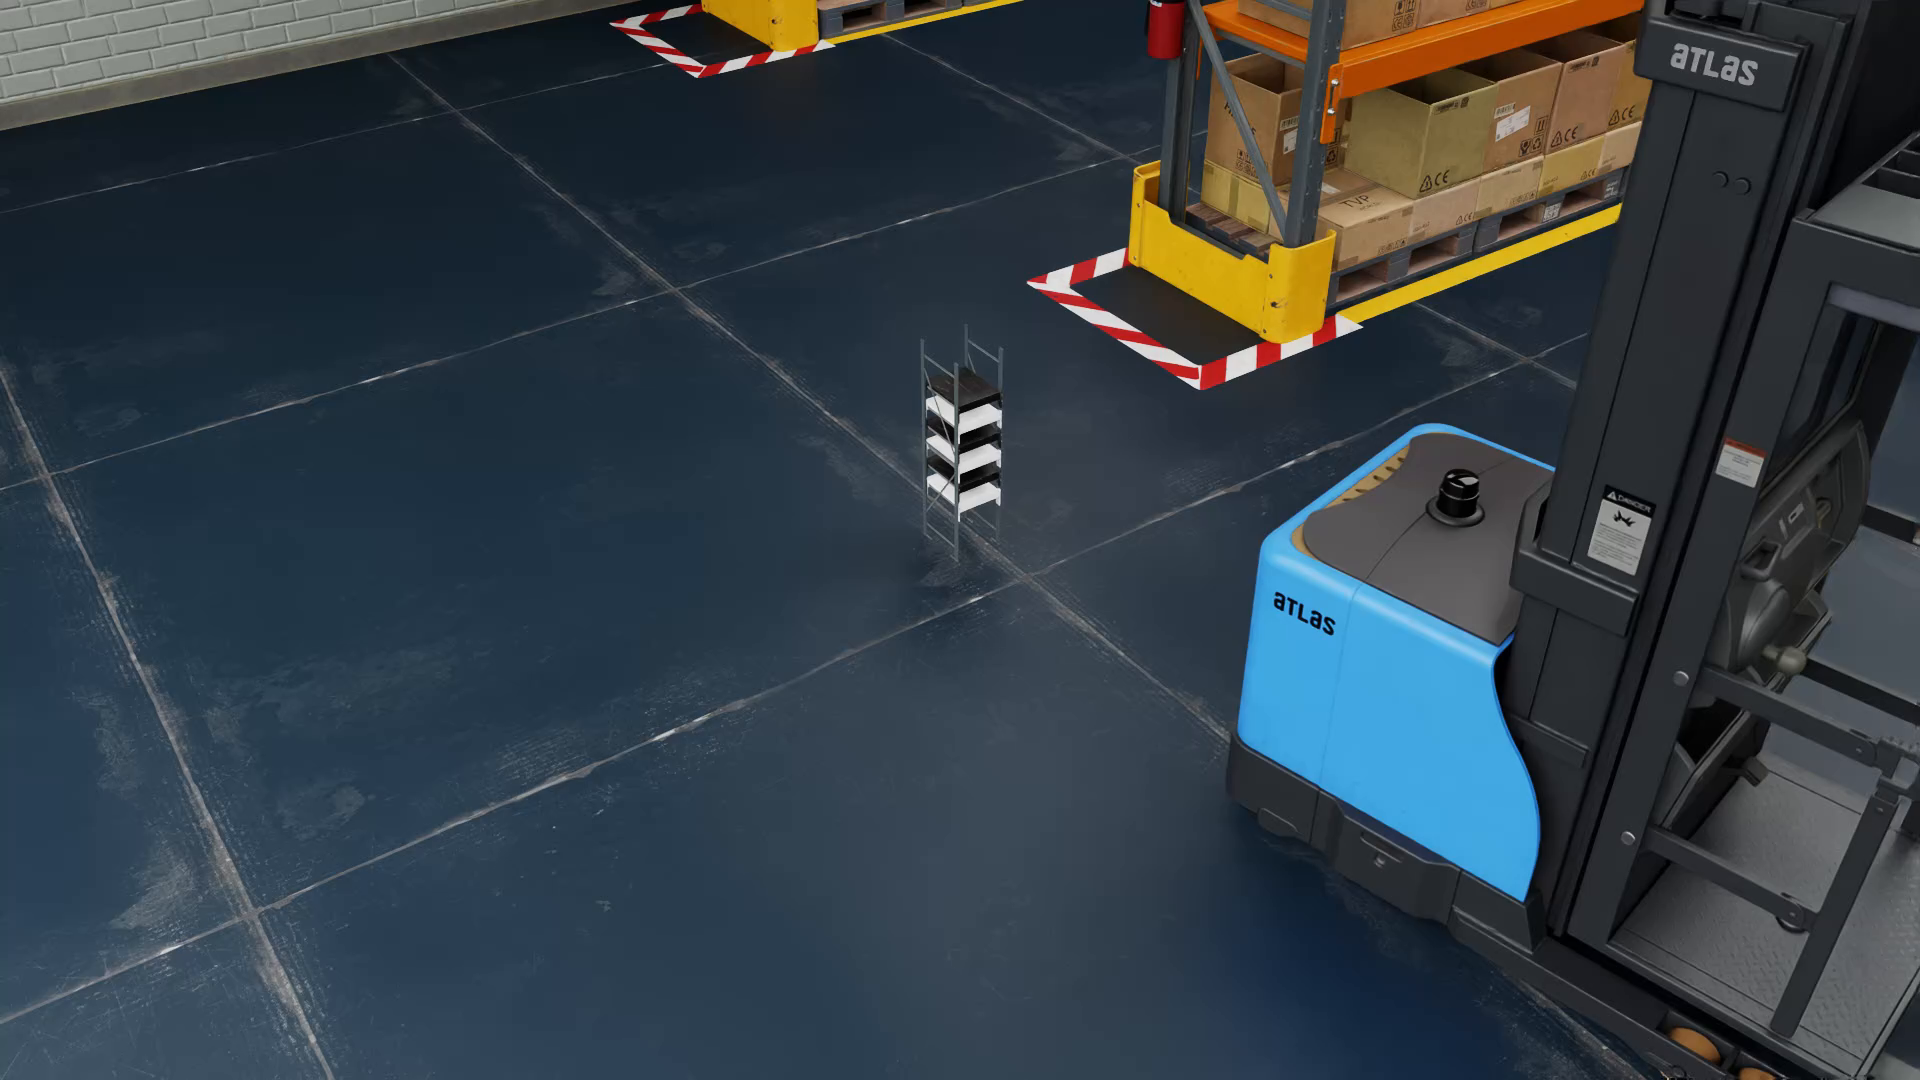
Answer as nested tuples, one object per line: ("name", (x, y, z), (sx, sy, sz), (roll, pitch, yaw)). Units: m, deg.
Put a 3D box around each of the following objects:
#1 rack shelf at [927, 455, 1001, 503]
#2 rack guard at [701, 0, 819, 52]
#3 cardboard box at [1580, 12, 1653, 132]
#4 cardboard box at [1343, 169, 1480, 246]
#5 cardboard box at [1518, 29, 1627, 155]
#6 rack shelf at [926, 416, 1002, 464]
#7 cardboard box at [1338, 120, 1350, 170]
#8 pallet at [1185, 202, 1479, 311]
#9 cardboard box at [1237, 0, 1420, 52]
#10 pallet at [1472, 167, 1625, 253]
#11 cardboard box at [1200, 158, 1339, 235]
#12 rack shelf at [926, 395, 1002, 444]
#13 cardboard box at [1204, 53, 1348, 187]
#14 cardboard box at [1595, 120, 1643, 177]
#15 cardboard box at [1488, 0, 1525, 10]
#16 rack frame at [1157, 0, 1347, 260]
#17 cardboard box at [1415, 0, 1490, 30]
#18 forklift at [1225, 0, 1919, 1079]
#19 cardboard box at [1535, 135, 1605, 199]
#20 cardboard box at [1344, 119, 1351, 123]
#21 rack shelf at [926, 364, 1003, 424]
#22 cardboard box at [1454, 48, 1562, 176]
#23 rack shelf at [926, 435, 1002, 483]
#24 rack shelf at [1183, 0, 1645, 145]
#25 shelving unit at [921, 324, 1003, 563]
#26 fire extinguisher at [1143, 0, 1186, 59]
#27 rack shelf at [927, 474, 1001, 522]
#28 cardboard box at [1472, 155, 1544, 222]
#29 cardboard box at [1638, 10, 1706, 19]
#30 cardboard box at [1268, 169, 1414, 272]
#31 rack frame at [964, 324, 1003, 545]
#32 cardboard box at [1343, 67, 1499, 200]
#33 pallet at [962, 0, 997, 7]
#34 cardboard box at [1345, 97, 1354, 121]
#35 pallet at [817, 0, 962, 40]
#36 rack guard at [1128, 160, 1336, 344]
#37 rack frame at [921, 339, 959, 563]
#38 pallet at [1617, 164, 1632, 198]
("rack shelf", (0.007, -0.268, 6.563), (0.200, 0.077, 0.258), (-22, 41, -28))
("rack guard", (-1.432, -3.873, 11.707), (0.348, 0.500, 1.175), (-22, 41, -28))
("cardboard box", (3.557, -2.611, 9.164), (0.500, 0.500, 0.500), (-22, 41, -28))
("cardboard box", (2.335, -1.798, 8.676), (0.500, 0.250, 0.500), (-22, 41, -28))
("cardboard box", (3.156, -2.436, 8.921), (0.500, 0.500, 0.500), (-22, 41, -28))
("rack shelf", (0.007, -0.414, 6.458), (0.200, 0.077, 0.258), (-22, 41, -28))
("cardboard box", (2.032, -2.049, 9.025), (0.500, 0.250, 0.500), (-22, 41, -28))
("pallet", (1.963, -1.645, 8.856), (1.213, 0.211, 1.003), (-22, 41, -28))
("cardboard box", (1.751, -2.691, 7.837), (0.500, 0.500, 0.700), (-22, 41, -28))
("pallet", (2.960, -2.053, 9.423), (1.213, 0.211, 1.003), (-22, 41, -28))
("cardboard box", (1.630, -1.875, 8.784), (0.500, 0.250, 0.500), (-22, 41, -28))
("rack shelf", (0.007, -0.487, 6.405), (0.200, 0.077, 0.258), (-22, 41, -28))
("cardboard box", (1.629, -2.181, 8.566), (0.500, 0.500, 0.500), (-22, 41, -28))
("cardboard box", (3.564, -2.300, 9.375), (0.500, 0.250, 0.500), (-22, 41, -28))
("cardboard box", (2.587, -3.034, 8.314), (0.500, 0.500, 0.700), (-22, 41, -28))
("rack frame", (1.362, -2.500, 7.657), (0.127, 3.000, 1.000), (-22, 41, -28))
("cardboard box", (2.178, -2.870, 8.086), (0.500, 0.500, 0.700), (-21, 41, -27))
("forklift", (2.296, 0.067, 4.147), (3.031, 2.935, 1.130), (29, 45, 34))
("cardboard box", (3.156, -2.132, 9.140), (0.500, 0.250, 0.500), (-22, 41, -28))
("cardboard box", (2.440, -2.218, 9.260), (0.500, 0.250, 0.500), (-22, 41, -28))
("rack shelf", (0.007, -0.560, 6.353), (0.200, 0.077, 0.258), (-22, 41, -28))
("cardboard box", (2.738, -2.276, 8.698), (0.500, 0.500, 0.500), (-22, 41, -28))
("rack shelf", (0.007, -0.341, 6.511), (0.200, 0.077, 0.258), (-22, 41, -28))
("rack shelf", (2.997, -2.880, 8.802), (4.000, 0.370, 1.077), (-22, 41, -28))
("shelving unit", (0.007, -0.368, 6.491), (0.210, 0.900, 0.258), (-22, 41, -28))
("fire extinguisher", (0.998, -2.650, 7.932), (0.183, 0.674, 0.296), (-22, 41, -28))
("rack shelf", (0.007, -0.195, 6.616), (0.200, 0.077, 0.258), (-22, 41, -28))
("cardboard box", (2.744, -1.966, 8.910), (0.500, 0.250, 0.500), (-22, 41, -28))
("cardboard box", (3.963, -2.781, 9.401), (0.500, 0.500, 0.500), (-22, 41, -28))
("cardboard box", (1.929, -1.628, 8.440), (0.500, 0.250, 0.500), (-22, 41, -28))
("rack frame", (0.090, -0.402, 6.539), (0.006, 0.900, 0.240), (-22, 41, -28))
("cardboard box", (2.336, -2.102, 8.456), (0.500, 0.500, 0.500), (-22, 41, -28))
("pallet", (0.248, -4.420, 12.715), (1.213, 0.211, 1.003), (-22, 41, -28))
("cardboard box", (2.438, -2.524, 9.044), (0.500, 0.500, 0.500), (-22, 41, -28))
("pallet", (-0.748, -4.013, 12.148), (1.213, 0.211, 1.003), (-22, 41, -28))
("rack guard", (1.343, -1.477, 8.375), (0.348, 0.500, 1.175), (-22, 41, -28))
("rack frame", (-0.076, -0.334, 6.443), (0.006, 0.900, 0.240), (-22, 41, -28))
("pallet", (3.958, -2.466, 9.997), (1.213, 0.211, 1.003), (-22, 41, -28))
